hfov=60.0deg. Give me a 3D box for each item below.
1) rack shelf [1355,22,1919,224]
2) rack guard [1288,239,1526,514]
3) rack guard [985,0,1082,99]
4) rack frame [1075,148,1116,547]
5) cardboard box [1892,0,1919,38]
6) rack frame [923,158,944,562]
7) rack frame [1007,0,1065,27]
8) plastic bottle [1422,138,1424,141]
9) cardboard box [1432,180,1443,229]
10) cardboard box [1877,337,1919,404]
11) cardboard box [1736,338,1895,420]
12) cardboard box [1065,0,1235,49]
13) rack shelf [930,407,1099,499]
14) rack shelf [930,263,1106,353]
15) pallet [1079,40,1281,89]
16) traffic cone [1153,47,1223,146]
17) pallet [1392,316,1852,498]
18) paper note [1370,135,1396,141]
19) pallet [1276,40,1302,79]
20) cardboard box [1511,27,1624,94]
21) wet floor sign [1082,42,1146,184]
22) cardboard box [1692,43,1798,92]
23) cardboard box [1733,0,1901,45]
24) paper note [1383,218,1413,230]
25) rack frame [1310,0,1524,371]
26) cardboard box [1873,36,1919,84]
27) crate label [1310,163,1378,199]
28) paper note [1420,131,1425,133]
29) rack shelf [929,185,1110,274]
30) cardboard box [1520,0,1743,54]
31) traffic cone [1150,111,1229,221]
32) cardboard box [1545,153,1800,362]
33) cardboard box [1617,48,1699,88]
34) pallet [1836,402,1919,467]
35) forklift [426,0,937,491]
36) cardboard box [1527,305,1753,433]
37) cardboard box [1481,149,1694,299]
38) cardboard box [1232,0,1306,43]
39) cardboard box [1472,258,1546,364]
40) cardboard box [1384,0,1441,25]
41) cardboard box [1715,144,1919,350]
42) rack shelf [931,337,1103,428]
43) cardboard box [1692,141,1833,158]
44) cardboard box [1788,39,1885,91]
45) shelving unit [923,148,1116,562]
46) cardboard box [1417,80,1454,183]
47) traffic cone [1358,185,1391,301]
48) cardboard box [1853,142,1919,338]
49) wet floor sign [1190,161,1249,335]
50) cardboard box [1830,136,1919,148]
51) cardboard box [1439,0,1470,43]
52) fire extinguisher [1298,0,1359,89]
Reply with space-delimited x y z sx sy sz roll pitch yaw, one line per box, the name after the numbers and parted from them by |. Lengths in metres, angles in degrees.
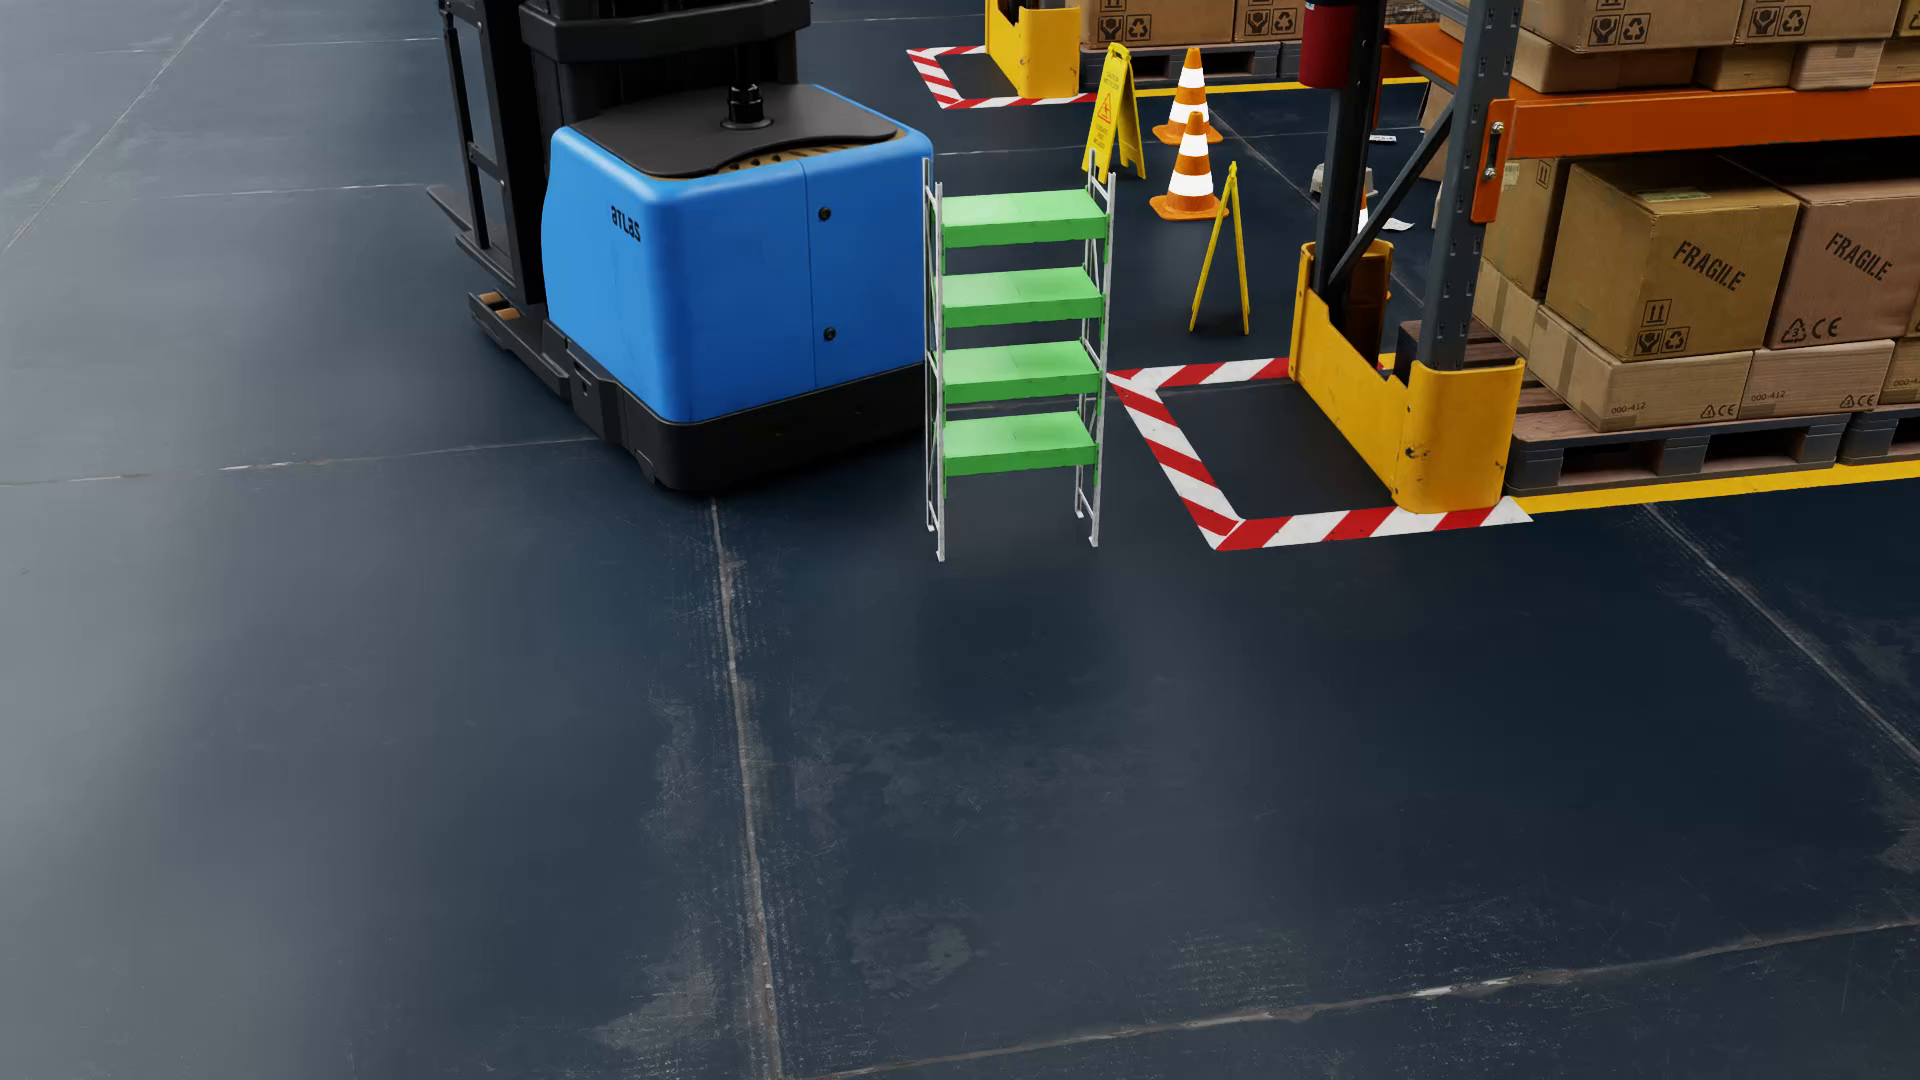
3.405 -1.544 5.626 4.000 0.370 1.077 -5 31 -9 | rack shelf
1.512 -0.601 5.778 0.348 0.500 1.175 -5 31 -9 | rack guard
0.423 -3.050 9.944 0.348 0.500 1.175 -5 31 -9 | rack guard
0.403 -0.555 5.009 0.015 1.200 0.240 -5 31 -9 | rack frame
2.963 -1.844 5.034 0.500 0.500 0.500 -6 31 -10 | cardboard box
-0.077 -0.510 4.934 0.015 1.200 0.240 -5 31 -9 | rack frame
0.446 -4.130 9.315 0.127 3.000 1.000 -5 31 -9 | rack frame
2.586 -2.103 8.766 0.283 0.061 0.133 -17 34 -26 | plastic bottle
2.362 -1.569 7.772 0.250 0.149 0.380 10 32 17 | cardboard box
3.319 -0.702 5.783 0.500 0.250 0.500 -3 31 -6 | cardboard box
2.784 -0.646 5.687 0.500 0.250 0.500 -4 31 -7 | cardboard box
1.102 -3.490 9.908 0.875 0.875 0.875 -5 31 -9 | cardboard box
0.163 -0.270 5.126 0.480 0.148 0.258 -5 31 -9 | rack shelf
0.163 -0.684 4.882 0.480 0.148 0.258 -5 31 -9 | rack shelf
1.219 -3.040 10.212 1.213 0.211 1.003 -5 31 -9 | pallet
1.225 -2.377 8.836 0.334 0.463 0.336 -5 31 -9 | traffic cone
2.318 -0.533 5.948 1.213 0.211 1.003 -5 31 -9 | pallet
2.254 -2.142 8.865 0.142 0.017 0.144 5 31 8 | paper note
2.416 -3.150 10.398 1.213 0.211 1.003 -5 31 -9 | pallet
1.809 -1.491 5.074 0.250 0.149 0.380 -5 31 -9 | cardboard box
0.775 -2.125 8.228 0.232 0.644 0.267 -11 32 -17 | wet floor sign
2.330 -1.505 5.098 0.250 0.149 0.380 -6 31 -11 | cardboard box
2.462 -1.796 4.954 0.500 0.500 0.500 -4 31 -7 | cardboard box
2.009 -1.470 7.720 0.142 0.019 0.148 -17 34 -26 | paper note
1.437 -1.671 5.133 0.127 3.000 1.000 -5 31 -9 | rack frame
2.836 -1.545 5.167 0.250 0.149 0.380 -5 31 -8 | cardboard box
1.856 -1.745 8.082 0.298 0.136 0.250 -23 38 -34 | crate label
2.549 -2.202 8.984 0.123 0.001 0.032 10 32 17 | paper note
0.163 -0.891 4.761 0.480 0.148 0.258 -5 31 -9 | rack shelf
1.953 -1.748 4.871 0.500 0.500 0.500 -6 31 -10 | cardboard box
1.094 -1.783 7.825 0.334 0.463 0.336 -5 31 -9 | traffic cone
2.304 -0.929 5.428 0.500 0.500 0.500 -6 31 -11 | cardboard box
2.055 -1.521 5.125 0.250 0.149 0.380 -5 31 -8 | cardboard box
3.515 -0.642 6.134 1.213 0.211 1.003 -5 31 -9 | pallet
-1.302 -2.124 5.970 1.130 2.935 3.031 -19 35 -28 | forklift
2.281 -0.603 5.614 0.500 0.250 0.500 -6 31 -9 | cardboard box
2.178 -1.193 5.879 0.500 0.500 0.500 -5 31 -9 | cardboard box
1.967 -3.571 10.046 0.875 0.875 0.875 -6 31 -10 | cardboard box
2.208 -0.877 6.081 0.500 0.250 0.500 -5 31 -9 | cardboard box
2.864 -3.654 10.186 0.875 0.875 0.875 -5 31 -9 | cardboard box
2.817 -0.978 5.513 0.500 0.500 0.500 -6 31 -11 | cardboard box
0.163 -0.477 5.004 0.480 0.148 0.258 -5 31 -9 | rack shelf
2.691 -1.243 5.963 0.500 0.500 0.500 -4 31 -7 | cardboard box
2.588 -1.505 5.098 0.250 0.149 0.380 -5 31 -8 | cardboard box
0.163 -0.532 4.972 0.503 1.200 0.258 -5 31 -9 | shelving unit
2.709 -2.018 8.185 0.797 0.503 0.637 23 37 33 | cardboard box
1.628 -1.260 6.937 0.334 0.463 0.336 -5 31 -9 | traffic cone
3.312 -1.020 5.584 0.500 0.500 0.500 -5 31 -8 | cardboard box
1.058 -1.173 6.608 0.232 0.644 0.267 5 31 8 | wet floor sign
3.189 -1.285 6.035 0.500 0.500 0.500 -6 31 -10 | cardboard box
1.767 -1.704 5.436 0.250 0.149 0.380 -4 31 -7 | cardboard box
1.242 -1.857 5.526 0.183 0.674 0.296 -5 31 -9 | fire extinguisher
